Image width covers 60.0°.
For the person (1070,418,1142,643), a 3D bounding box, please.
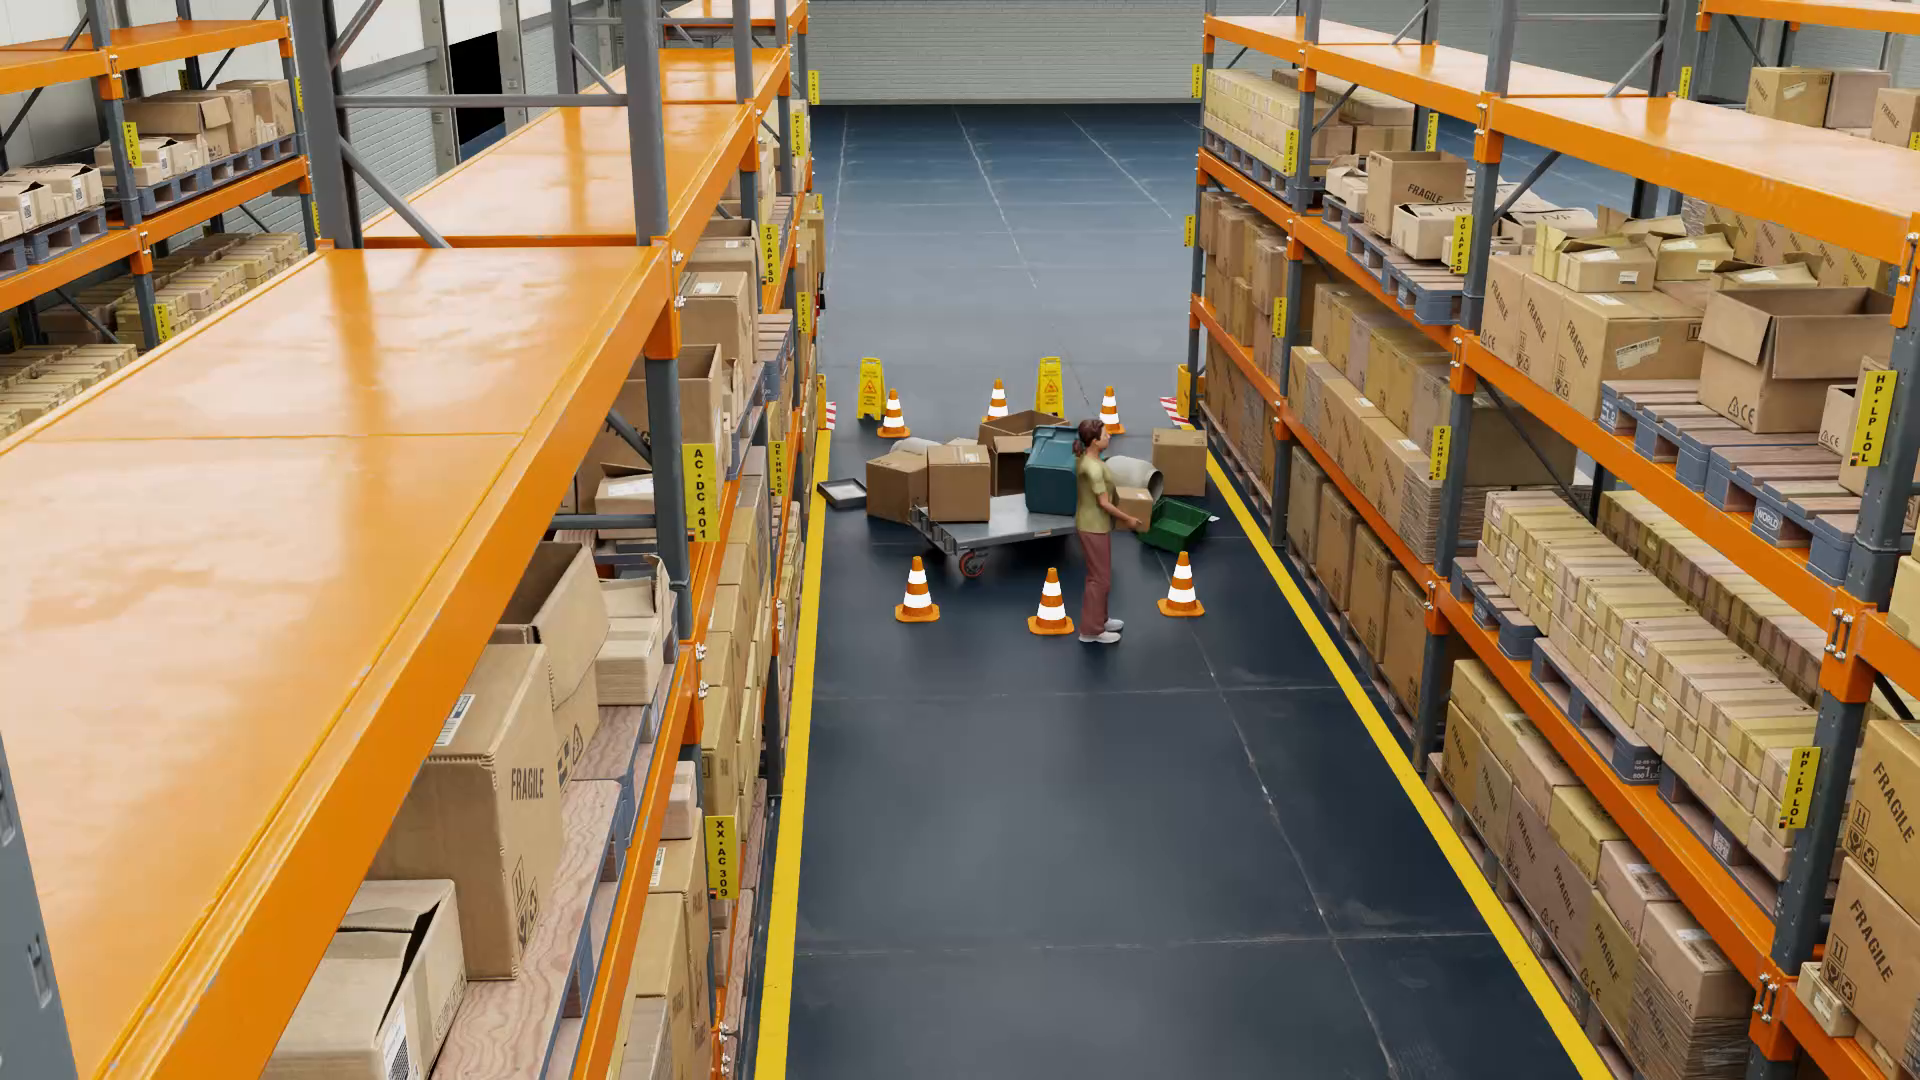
[{"bbox_3d":[1.057,-0.074,12.131,0.506,1.653,0.452,-1,21,-3],"label":"person"}]
